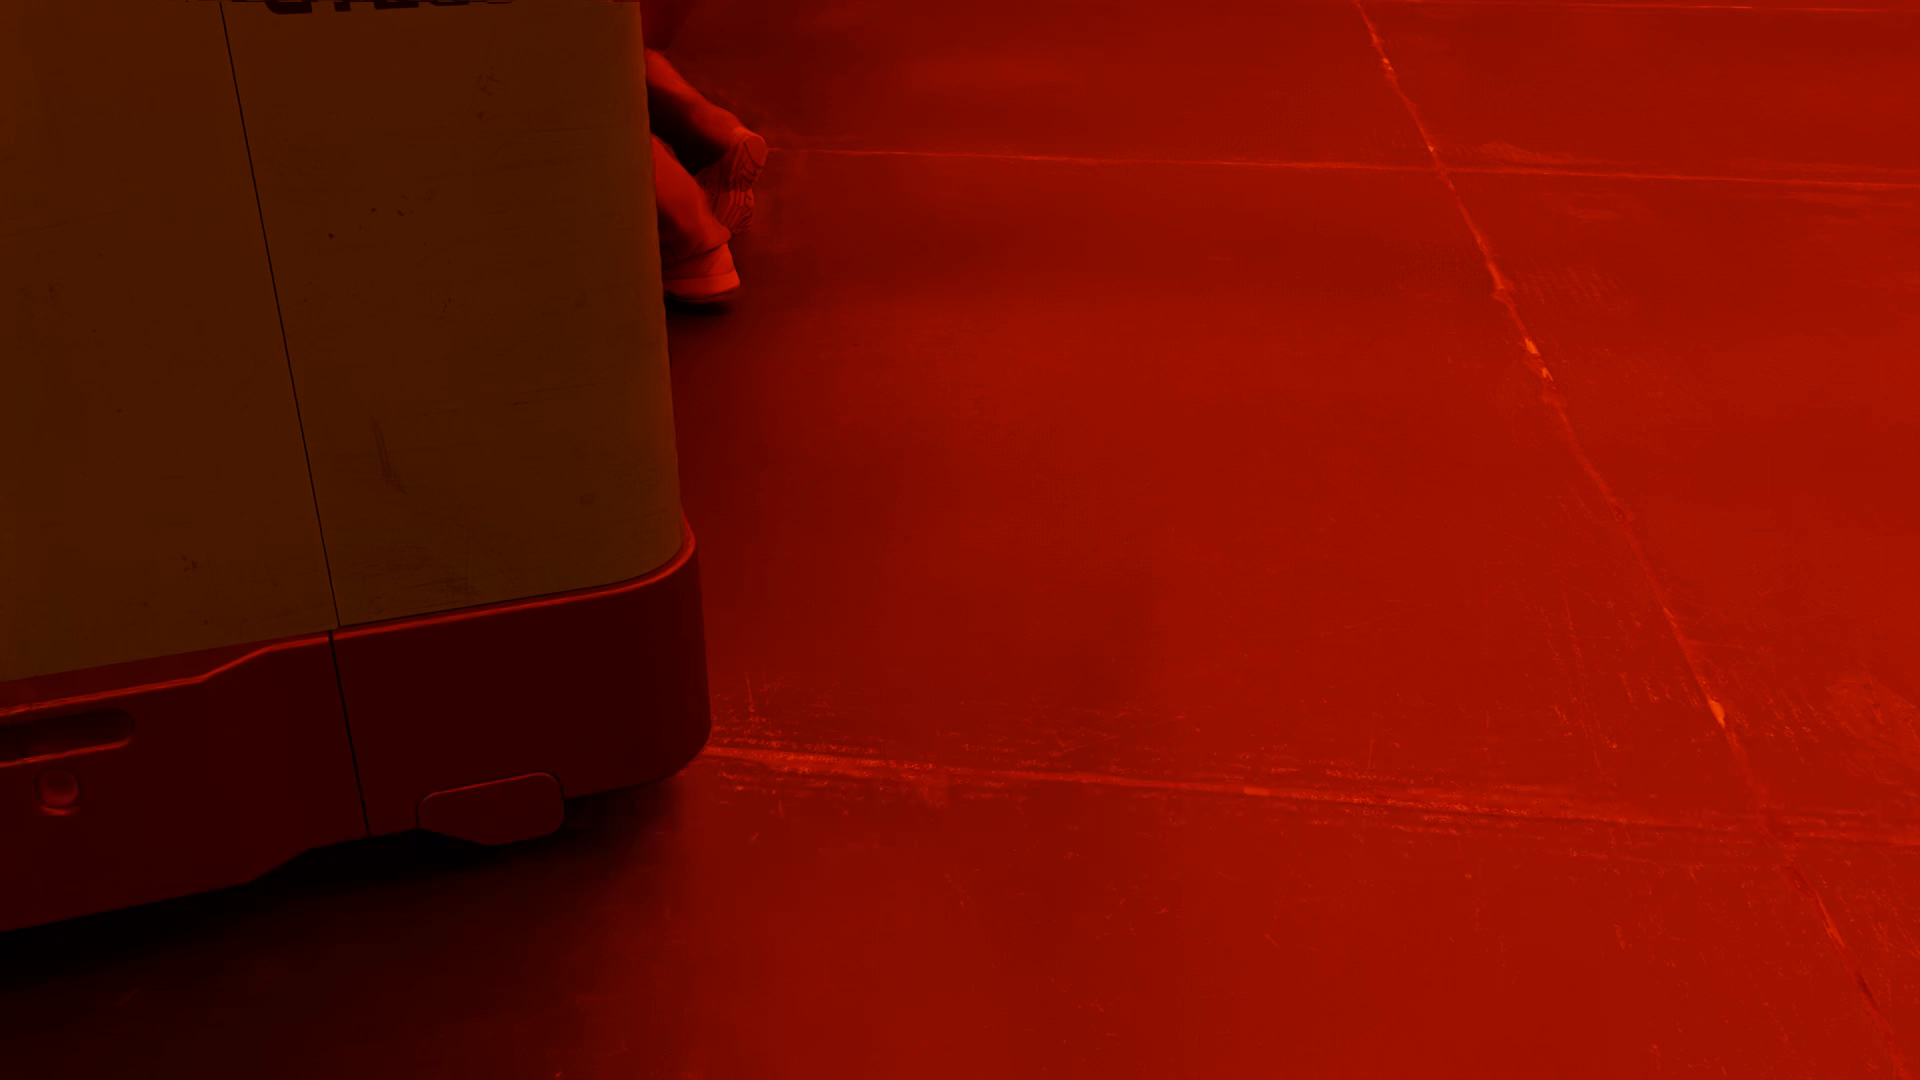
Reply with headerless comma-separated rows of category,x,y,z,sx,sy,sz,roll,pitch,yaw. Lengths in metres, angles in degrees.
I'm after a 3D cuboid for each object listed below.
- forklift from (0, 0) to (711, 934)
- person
forklift,-1.857,-0.957,1.207,3.031,2.867,1.129,-9,28,-18
person,-0.692,-1.313,3.434,0.509,1.670,1.034,-1,27,-2
